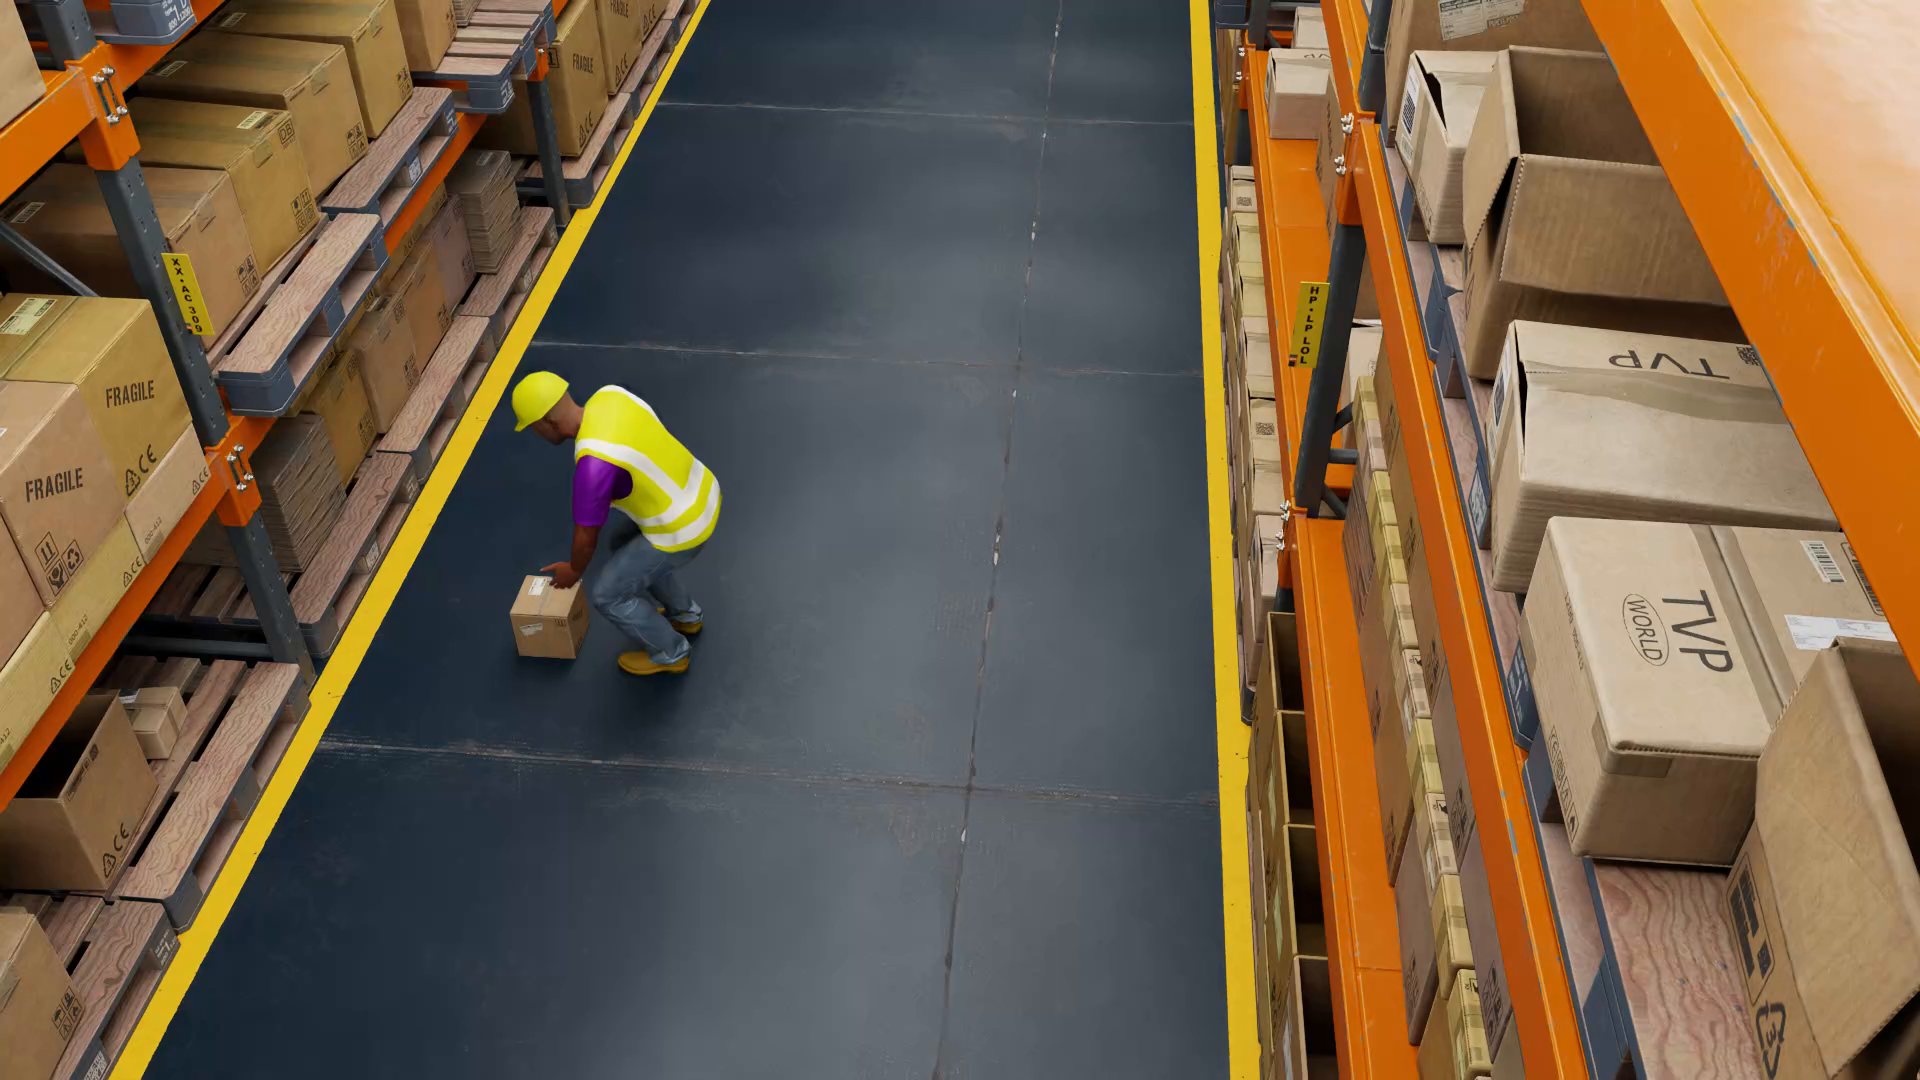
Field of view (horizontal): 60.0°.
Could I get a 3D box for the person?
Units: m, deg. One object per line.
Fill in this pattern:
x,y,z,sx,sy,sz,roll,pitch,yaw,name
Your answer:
-1.355,-0.067,6.772,0.747,1.432,0.631,3,40,4,person
